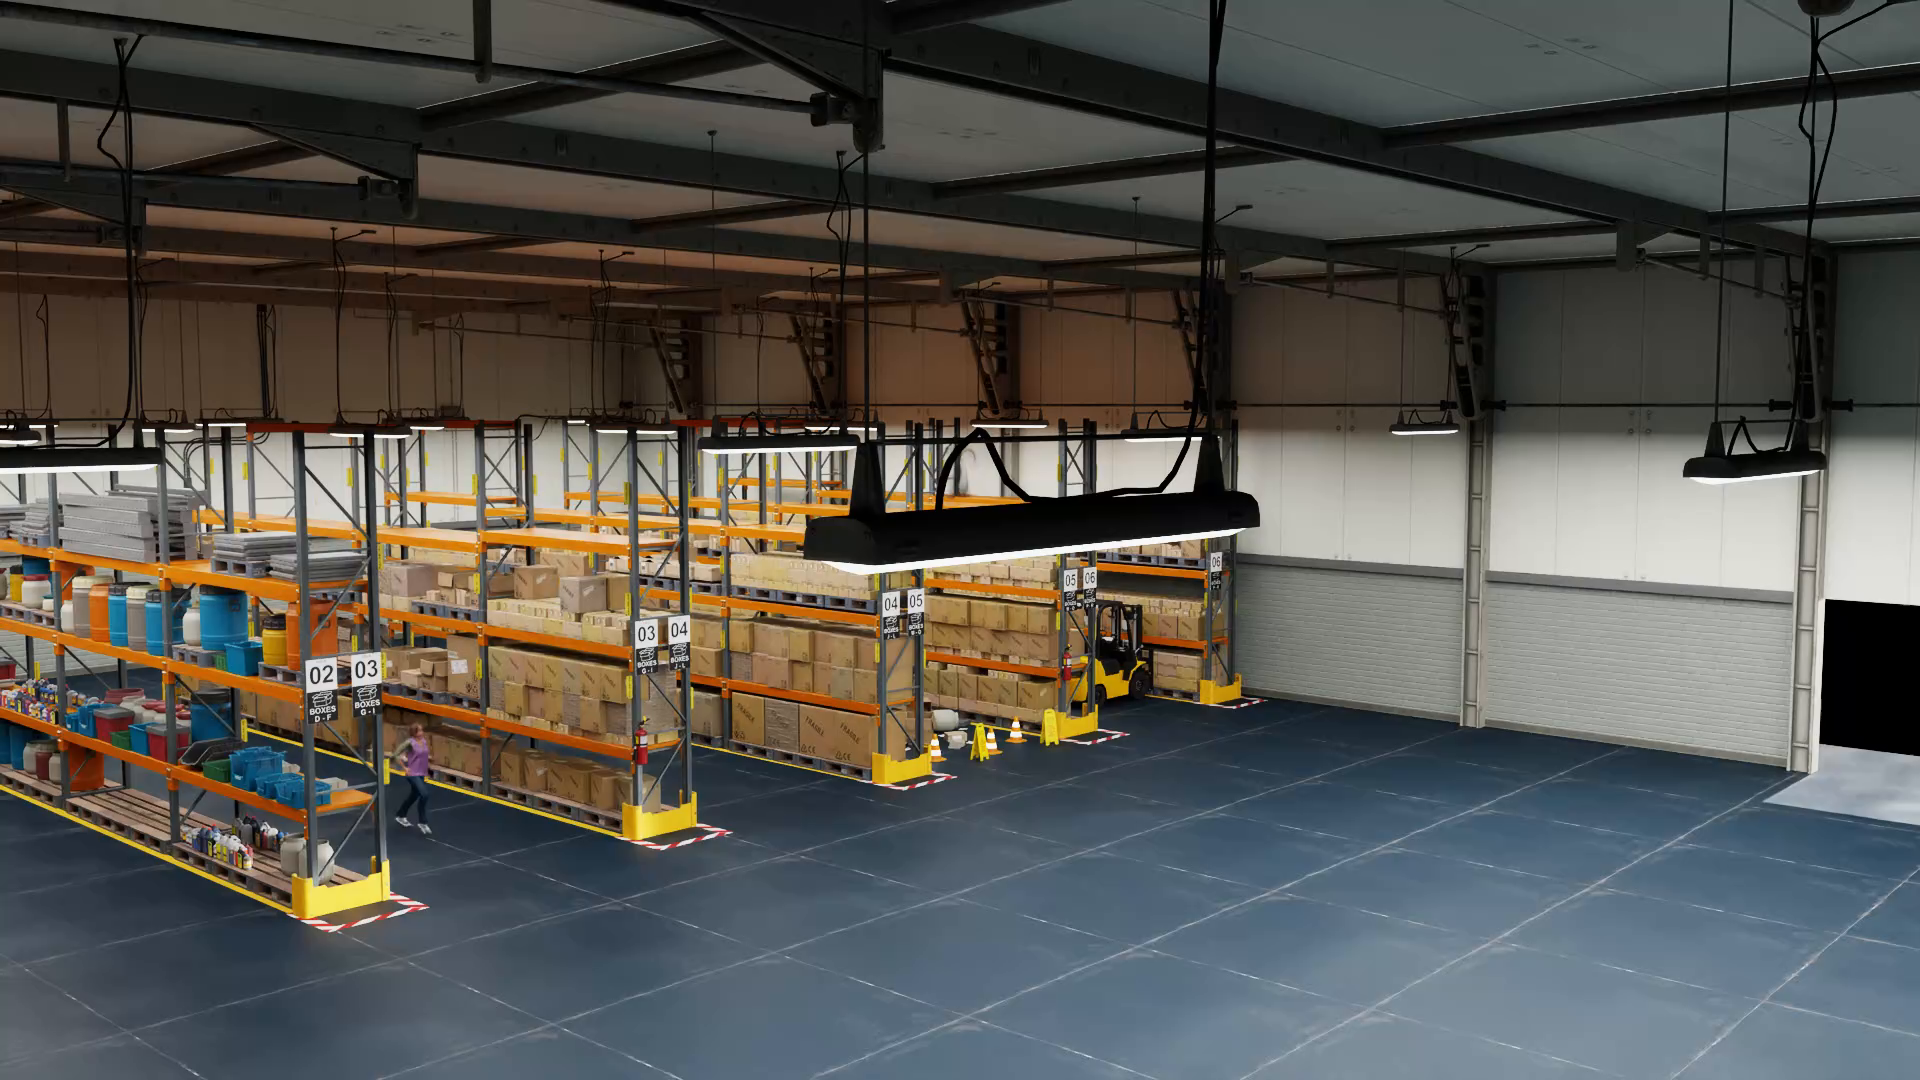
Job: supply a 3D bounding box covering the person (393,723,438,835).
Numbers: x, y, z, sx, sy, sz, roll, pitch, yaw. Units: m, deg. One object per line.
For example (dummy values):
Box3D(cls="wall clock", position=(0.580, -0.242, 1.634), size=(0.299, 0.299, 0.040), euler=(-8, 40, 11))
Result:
Box3D(cls="person", position=(-8.067, 3.522, 24.627), size=(0.736, 1.647, 0.522), euler=(1, 5, 16))
